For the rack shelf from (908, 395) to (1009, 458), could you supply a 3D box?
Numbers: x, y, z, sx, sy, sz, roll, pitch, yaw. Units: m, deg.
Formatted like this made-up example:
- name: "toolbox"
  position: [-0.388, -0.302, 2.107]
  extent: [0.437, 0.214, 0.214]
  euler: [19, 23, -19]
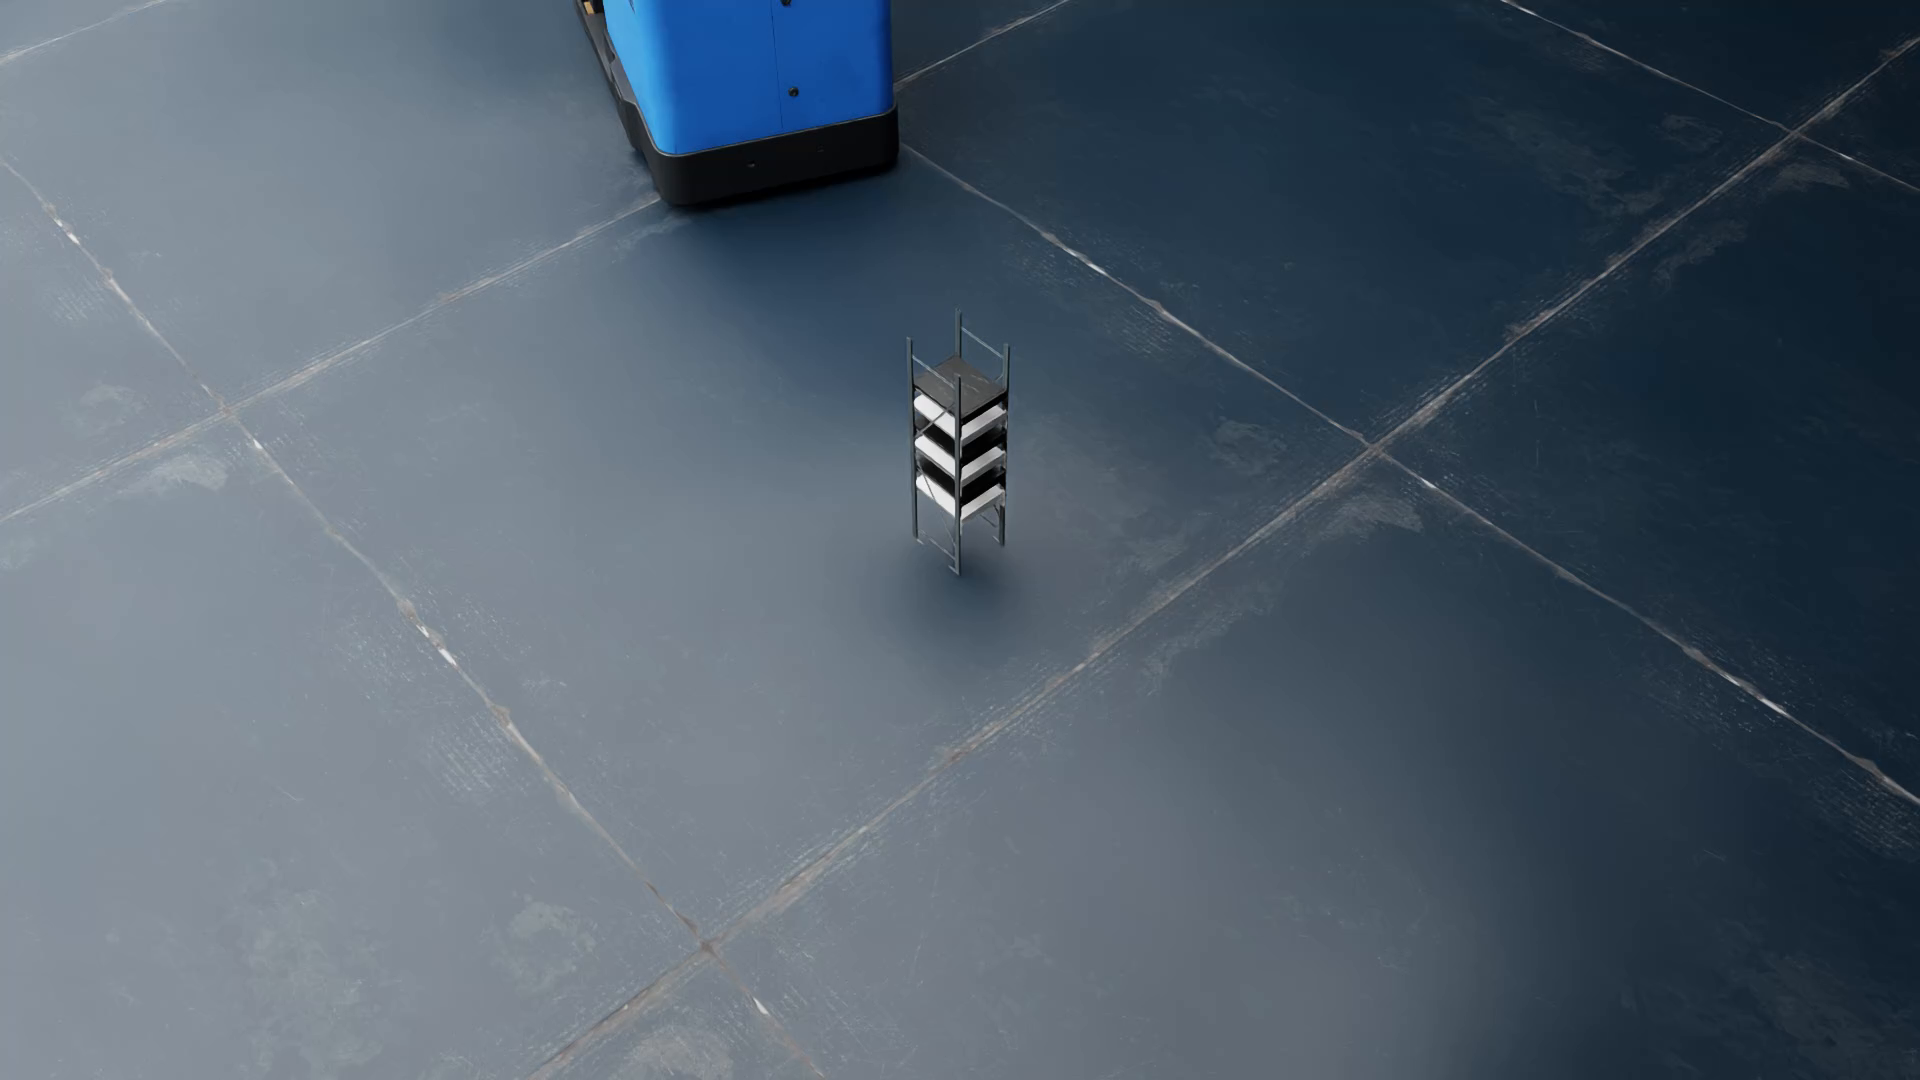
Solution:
- name: "rack shelf"
  position: [-0.006, -0.401, 5.308]
  extent: [0.200, 0.077, 0.258]
  euler: [-34, 56, -27]

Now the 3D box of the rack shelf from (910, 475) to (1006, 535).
- name: "rack shelf"
  position: [-0.006, -0.156, 5.572]
  extent: [0.200, 0.077, 0.258]
  euler: [-34, 56, -27]

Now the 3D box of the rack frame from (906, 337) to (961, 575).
- name: "rack frame"
  position: [-0.081, -0.251, 5.369]
  extent: [0.006, 0.900, 0.240]
  euler: [-34, 56, -27]

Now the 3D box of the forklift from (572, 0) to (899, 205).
- name: "forklift"
  position: [-1.248, -3.500, 6.985]
  extent: [1.130, 2.935, 3.031]
  euler: [-15, 49, -13]

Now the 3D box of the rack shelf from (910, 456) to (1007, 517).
- name: "rack shelf"
  position: [-0.006, -0.218, 5.506]
  extent: [0.200, 0.077, 0.258]
  euler: [-34, 56, -27]

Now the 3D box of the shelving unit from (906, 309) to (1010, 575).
- name: "shelving unit"
  position: [-0.006, -0.301, 5.416]
  extent: [0.210, 0.900, 0.258]
  euler: [-34, 56, -27]

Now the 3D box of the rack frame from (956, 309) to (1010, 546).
- name: "rack frame"
  position: [0.069, -0.351, 5.462]
  extent: [0.006, 0.900, 0.240]
  euler: [-34, 56, -27]

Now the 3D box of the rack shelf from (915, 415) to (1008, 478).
- name: "rack shelf"
  position: [-0.006, -0.340, 5.374]
  extent: [0.200, 0.077, 0.258]
  euler: [-34, 56, -27]

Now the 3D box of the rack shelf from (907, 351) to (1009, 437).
- name: "rack shelf"
  position: [-0.006, -0.462, 5.242]
  extent: [0.200, 0.077, 0.258]
  euler: [-34, 56, -27]

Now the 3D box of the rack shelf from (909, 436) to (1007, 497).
- name: "rack shelf"
  position: [-0.006, -0.279, 5.440]
  extent: [0.200, 0.077, 0.258]
  euler: [-34, 56, -27]
